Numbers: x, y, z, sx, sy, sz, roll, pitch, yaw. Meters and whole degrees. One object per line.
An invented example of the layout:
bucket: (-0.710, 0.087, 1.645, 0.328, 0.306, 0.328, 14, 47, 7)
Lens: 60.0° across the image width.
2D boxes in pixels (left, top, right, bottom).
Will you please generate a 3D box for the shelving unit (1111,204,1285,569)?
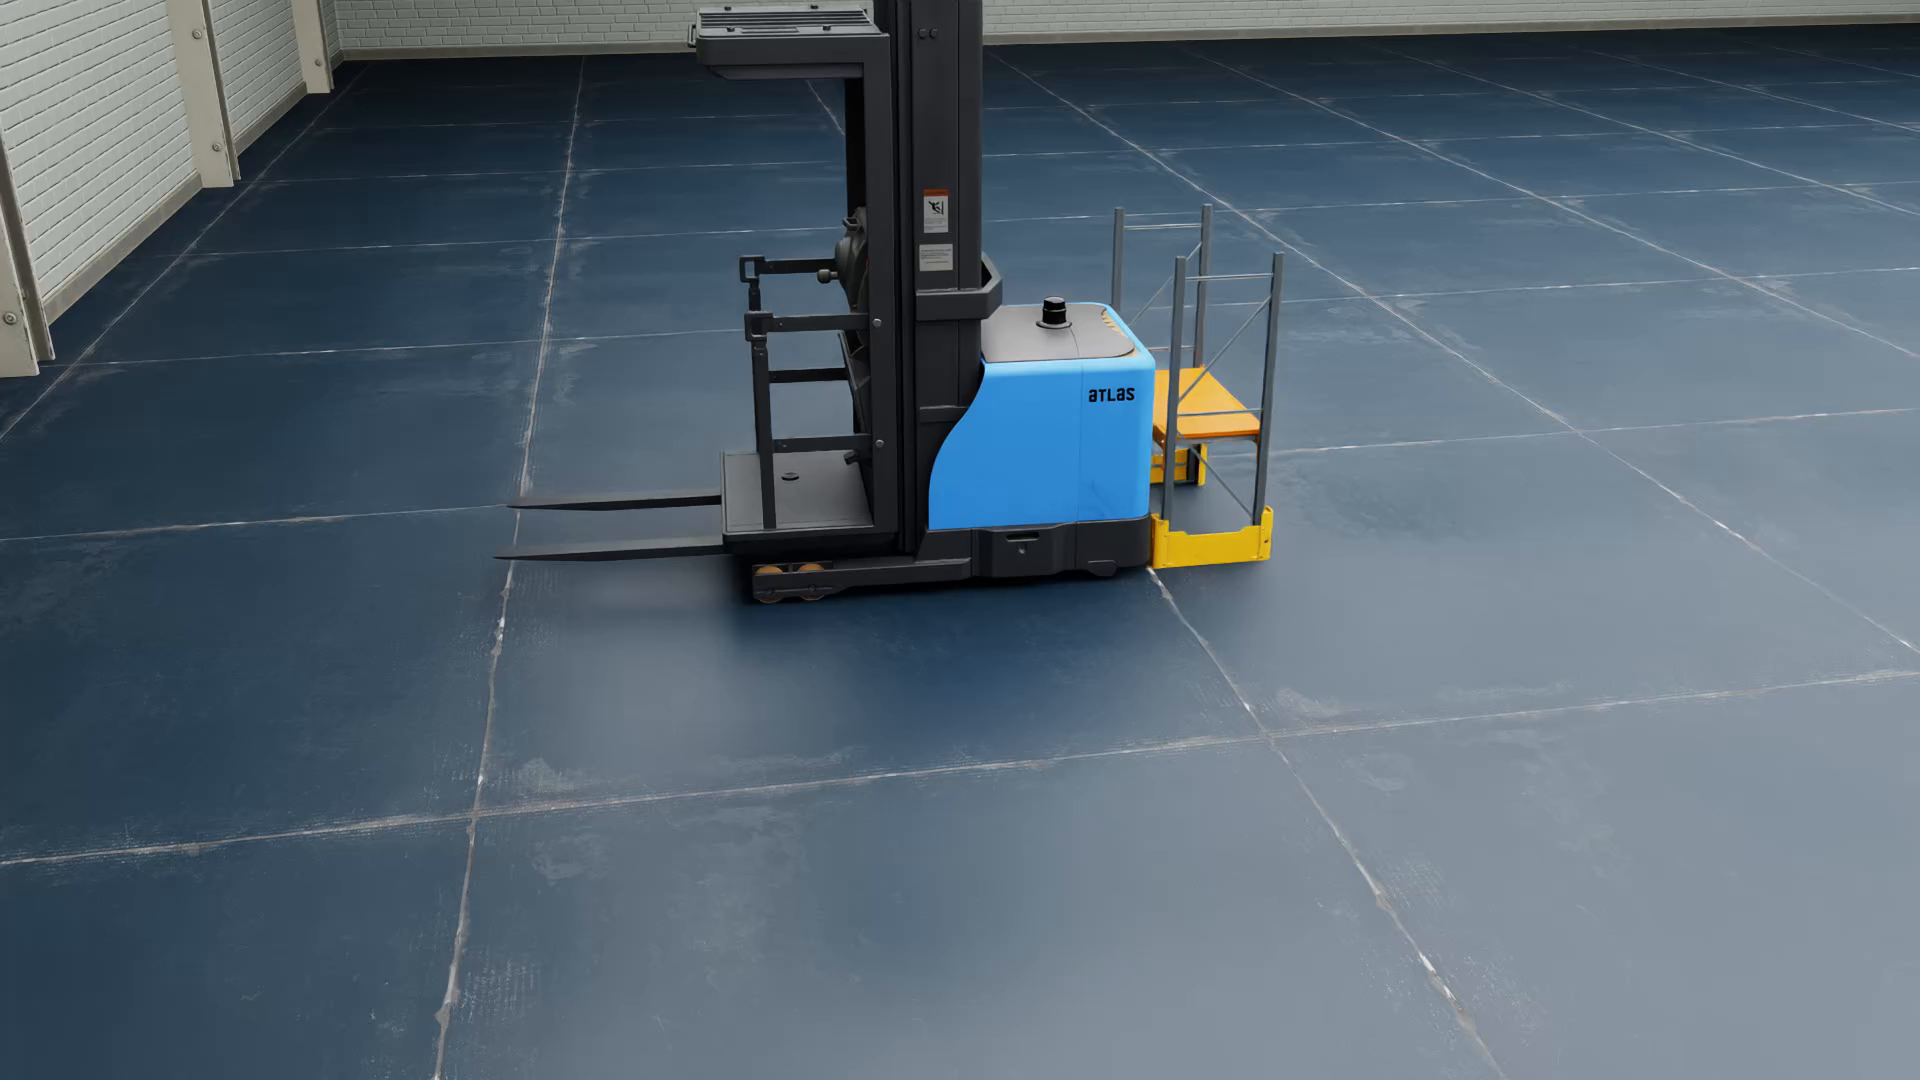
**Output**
shelving unit: (1.114, -0.783, 8.167, 0.587, 1.500, 1.083, -4, 24, -10)

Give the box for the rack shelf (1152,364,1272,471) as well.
rack shelf: (1.112, -0.621, 8.247, 0.538, 0.185, 1.000, -4, 24, -10)

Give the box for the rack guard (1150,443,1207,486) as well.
rack guard: (1.023, -0.406, 8.866, 0.587, 0.250, 0.087, -4, 24, -10)

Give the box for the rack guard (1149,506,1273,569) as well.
rack guard: (1.204, -0.014, 7.968, 0.587, 0.250, 0.087, -4, 24, -10)

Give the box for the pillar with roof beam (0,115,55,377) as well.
pillar with roof beam: (-1.879, -5.565, 9.748, 9.100, 9.000, 0.400, -4, 24, -10)

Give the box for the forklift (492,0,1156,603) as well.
forklift: (-0.664, -1.280, 7.519, 3.031, 2.935, 1.130, -3, 24, -7)

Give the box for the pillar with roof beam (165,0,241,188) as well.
pillar with roof beam: (-2.989, -7.925, 15.151, 9.100, 9.000, 0.400, -4, 24, -10)

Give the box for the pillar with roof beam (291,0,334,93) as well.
pillar with roof beam: (-4.098, -10.285, 20.555, 9.100, 9.000, 0.400, -4, 24, -10)

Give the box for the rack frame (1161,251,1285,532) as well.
rack frame: (1.205, -0.586, 7.717, 0.500, 1.500, 0.032, -4, 24, -10)

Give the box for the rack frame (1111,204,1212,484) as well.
rack frame: (1.020, -0.986, 8.633, 0.500, 1.500, 0.032, -4, 24, -10)
